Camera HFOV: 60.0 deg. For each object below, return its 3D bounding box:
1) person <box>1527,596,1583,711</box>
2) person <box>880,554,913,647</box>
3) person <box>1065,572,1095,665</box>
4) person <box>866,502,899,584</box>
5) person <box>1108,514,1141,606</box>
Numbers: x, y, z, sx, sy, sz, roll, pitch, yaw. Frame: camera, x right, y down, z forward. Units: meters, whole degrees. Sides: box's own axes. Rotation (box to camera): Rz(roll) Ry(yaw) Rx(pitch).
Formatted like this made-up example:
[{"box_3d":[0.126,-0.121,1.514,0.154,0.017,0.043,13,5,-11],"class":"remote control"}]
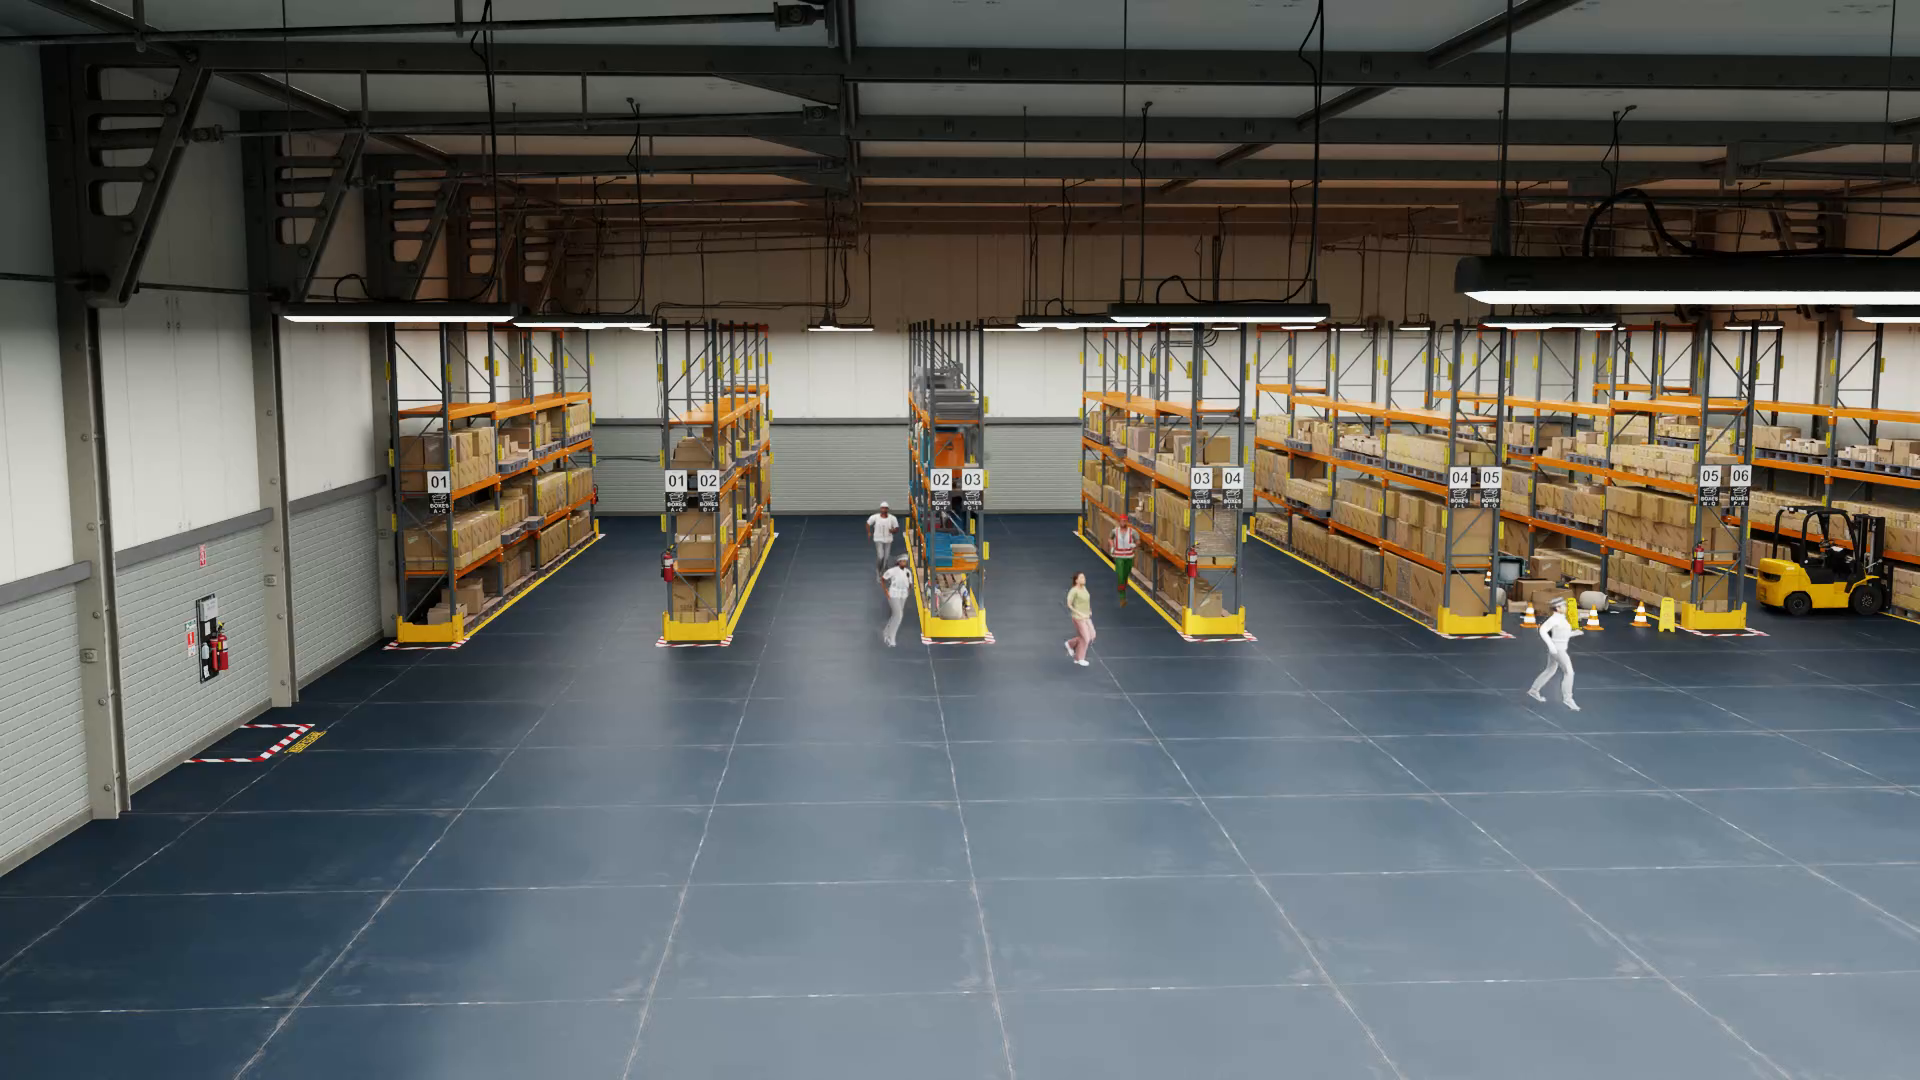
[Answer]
[{"box_3d":[9.159,1.730,25.564,0.785,1.742,0.589,3,8,22],"class":"person"},{"box_3d":[-1.154,1.108,30.867,0.599,1.717,0.654,-6,9,-41],"class":"person"},{"box_3d":[2.066,1.353,28.948,0.547,1.636,0.580,5,9,34],"class":"person"},{"box_3d":[-1.683,0.059,36.596,0.692,1.802,0.656,-2,7,-13],"class":"person"},{"box_3d":[3.340,0.378,33.675,0.633,1.815,0.872,0,7,-1],"class":"person"}]
